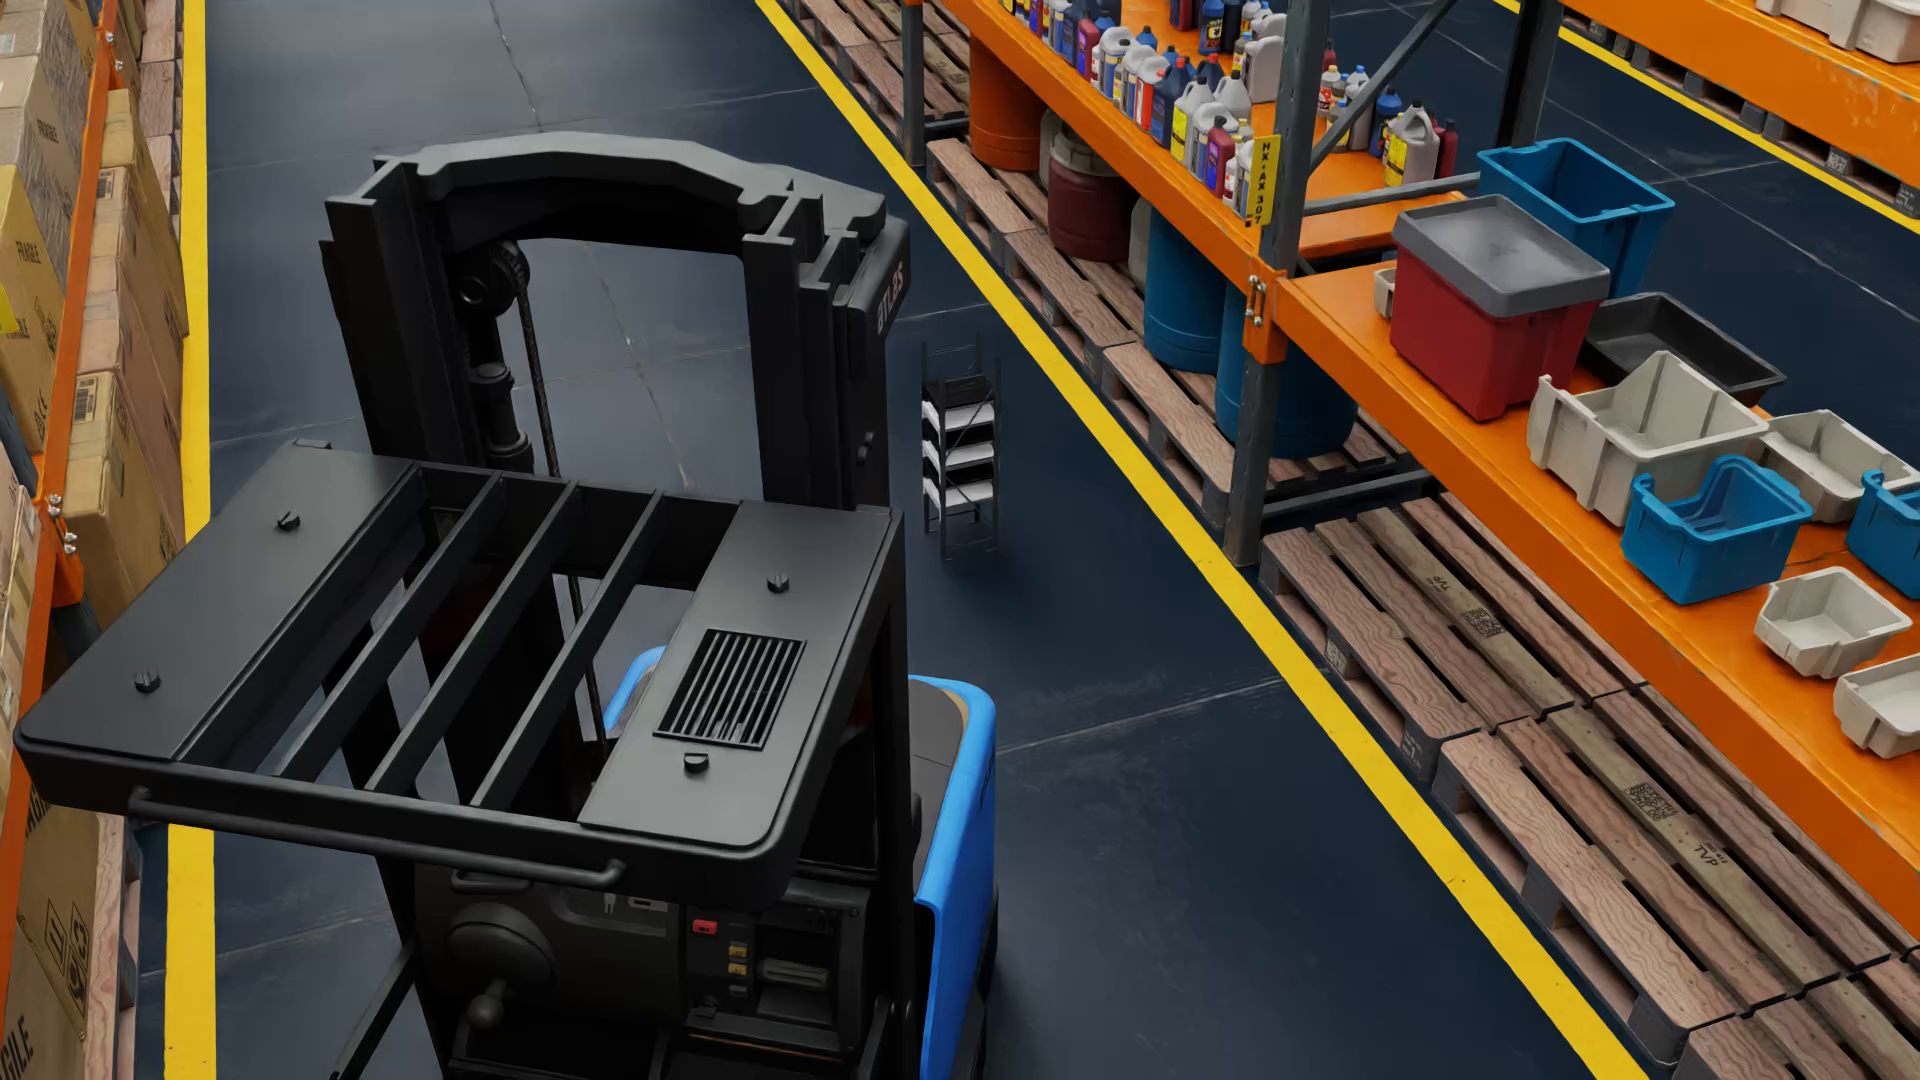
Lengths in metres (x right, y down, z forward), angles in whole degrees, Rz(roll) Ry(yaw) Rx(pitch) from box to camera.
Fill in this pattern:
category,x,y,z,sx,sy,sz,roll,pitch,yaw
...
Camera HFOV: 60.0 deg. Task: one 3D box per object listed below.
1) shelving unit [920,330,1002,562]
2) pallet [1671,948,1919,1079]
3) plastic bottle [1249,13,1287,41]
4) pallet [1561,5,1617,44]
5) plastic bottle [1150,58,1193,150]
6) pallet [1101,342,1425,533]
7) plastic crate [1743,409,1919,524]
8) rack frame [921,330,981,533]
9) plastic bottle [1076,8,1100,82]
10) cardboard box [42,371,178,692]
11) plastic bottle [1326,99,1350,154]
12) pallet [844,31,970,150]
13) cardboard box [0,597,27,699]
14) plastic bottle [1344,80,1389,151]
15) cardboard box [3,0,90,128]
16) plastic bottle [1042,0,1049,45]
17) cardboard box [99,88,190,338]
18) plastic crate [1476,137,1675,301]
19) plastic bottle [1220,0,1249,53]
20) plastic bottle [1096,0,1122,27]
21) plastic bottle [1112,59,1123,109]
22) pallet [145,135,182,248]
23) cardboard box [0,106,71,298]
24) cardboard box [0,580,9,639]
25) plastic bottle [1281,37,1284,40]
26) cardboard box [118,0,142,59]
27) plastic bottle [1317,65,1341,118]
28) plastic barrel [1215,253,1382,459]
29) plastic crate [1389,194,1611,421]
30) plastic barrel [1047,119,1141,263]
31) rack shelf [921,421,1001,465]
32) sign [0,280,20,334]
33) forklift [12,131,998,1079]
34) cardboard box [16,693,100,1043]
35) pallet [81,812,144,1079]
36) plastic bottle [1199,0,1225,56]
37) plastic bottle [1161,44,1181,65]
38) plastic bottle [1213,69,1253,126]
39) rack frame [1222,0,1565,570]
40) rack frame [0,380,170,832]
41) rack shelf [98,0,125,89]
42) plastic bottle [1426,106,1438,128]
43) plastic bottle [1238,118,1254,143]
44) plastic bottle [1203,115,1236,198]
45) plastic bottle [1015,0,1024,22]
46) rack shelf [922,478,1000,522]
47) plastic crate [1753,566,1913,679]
category,x,y,z,sx,sy,sz,roll,pitch,yaw
shelving unit,0.003,-0.355,6.473,0.258,0.900,0.210,-12,39,-16
pallet,2.672,1.682,4.341,1.003,0.211,1.213,-12,39,-16
plastic bottle,1.343,-2.162,7.230,0.152,0.276,0.135,-12,39,-16
pallet,4.572,-3.860,11.699,1.003,0.211,1.213,-12,39,-16
plastic bottle,0.856,-1.753,6.626,0.144,0.351,0.185,-12,39,-16
pallet,1.317,-0.548,7.302,1.003,0.211,1.213,-12,39,-16
plastic crate,2.425,-0.214,4.711,0.293,0.136,0.466,-12,39,-16
rack frame,-0.032,-0.412,6.549,0.240,0.900,0.006,-12,39,-16
plastic bottle,0.556,-2.146,7.203,0.061,0.283,0.133,-12,39,-16
cardboard box,-3.346,0.132,5.499,1.225,0.875,0.875,-12,39,-16
plastic bottle,1.505,-1.649,6.611,0.097,0.201,0.097,0,37,0
pallet,-0.064,-2.809,10.303,1.003,0.211,1.213,-12,39,-16
cardboard box,-2.518,0.303,4.063,0.380,0.149,0.250,-13,39,-17
plastic bottle,1.616,-1.715,6.636,0.152,0.276,0.135,-12,39,-16
cardboard box,-3.915,-1.981,6.804,0.500,0.500,0.500,-13,39,-16
plastic bottle,0.424,-2.390,7.537,0.097,0.271,0.097,0,37,0
cardboard box,-4.266,-1.376,7.501,1.225,0.875,0.875,-14,39,-18
plastic crate,2.024,-1.042,5.603,0.392,0.384,0.575,-12,39,-16
plastic bottle,1.225,-2.393,7.475,0.144,0.351,0.185,-12,39,-16
plastic bottle,0.637,-2.379,7.456,0.144,0.351,0.185,-12,39,-16
plastic bottle,0.693,-1.921,6.972,0.097,0.201,0.097,0,37,0
pallet,-4.751,-1.779,8.937,1.003,0.211,1.213,-12,39,-16
cardboard box,-3.377,-1.110,5.647,0.500,0.500,0.500,-13,39,-17
cardboard box,-2.529,0.236,3.821,0.500,0.250,0.500,-11,38,-15
plastic bottle,1.423,-2.031,7.056,0.152,0.276,0.135,-12,39,-16
cardboard box,-5.523,-3.264,10.302,0.700,0.500,0.500,-13,39,-16
plastic bottle,1.534,-1.866,6.899,0.097,0.201,0.097,0,37,0
plastic barrel,1.372,-0.858,6.791,0.600,0.901,0.708,-12,39,-16
plastic crate,1.615,-0.710,5.097,0.402,0.464,0.583,-12,39,-16
plastic barrel,0.740,-1.771,8.263,0.600,0.588,0.708,-12,39,-16
rack shelf,0.003,-0.400,6.439,0.258,0.077,0.200,-12,39,-16
sign,-2.587,-0.685,4.381,0.100,0.325,0.005,-12,39,-16
forklift,-0.680,0.887,3.136,1.130,2.935,3.031,7,38,9
cardboard box,-2.955,0.879,4.507,0.875,0.875,0.875,-12,39,-16
pallet,-2.919,1.368,4.759,1.003,0.211,1.213,-12,39,-16
plastic bottle,1.127,-2.312,7.433,0.097,0.271,0.097,0,37,0
plastic bottle,0.869,-1.925,6.920,0.097,0.271,0.097,0,37,0
plastic bottle,1.055,-1.679,6.527,0.144,0.351,0.185,-12,39,-16
rack frame,1.543,-1.217,5.873,1.000,3.000,0.127,-12,39,-16
rack frame,-3.107,-0.192,4.511,1.000,3.000,0.127,-12,39,-16
rack shelf,-5.172,-3.294,9.228,1.077,0.370,4.000,-12,39,-16
plastic bottle,1.772,-1.541,6.400,0.061,0.283,0.133,-12,39,-16
plastic bottle,1.089,-1.536,6.462,0.097,0.201,0.097,0,37,0
plastic bottle,0.981,-1.448,6.276,0.061,0.283,0.133,-12,39,-16
plastic bottle,0.311,-2.576,7.784,0.097,0.271,0.097,0,37,0
rack shelf,0.003,-0.184,6.602,0.258,0.077,0.200,-12,39,-16
plastic crate,2.145,0.218,4.136,0.298,0.136,0.250,-12,39,-16
